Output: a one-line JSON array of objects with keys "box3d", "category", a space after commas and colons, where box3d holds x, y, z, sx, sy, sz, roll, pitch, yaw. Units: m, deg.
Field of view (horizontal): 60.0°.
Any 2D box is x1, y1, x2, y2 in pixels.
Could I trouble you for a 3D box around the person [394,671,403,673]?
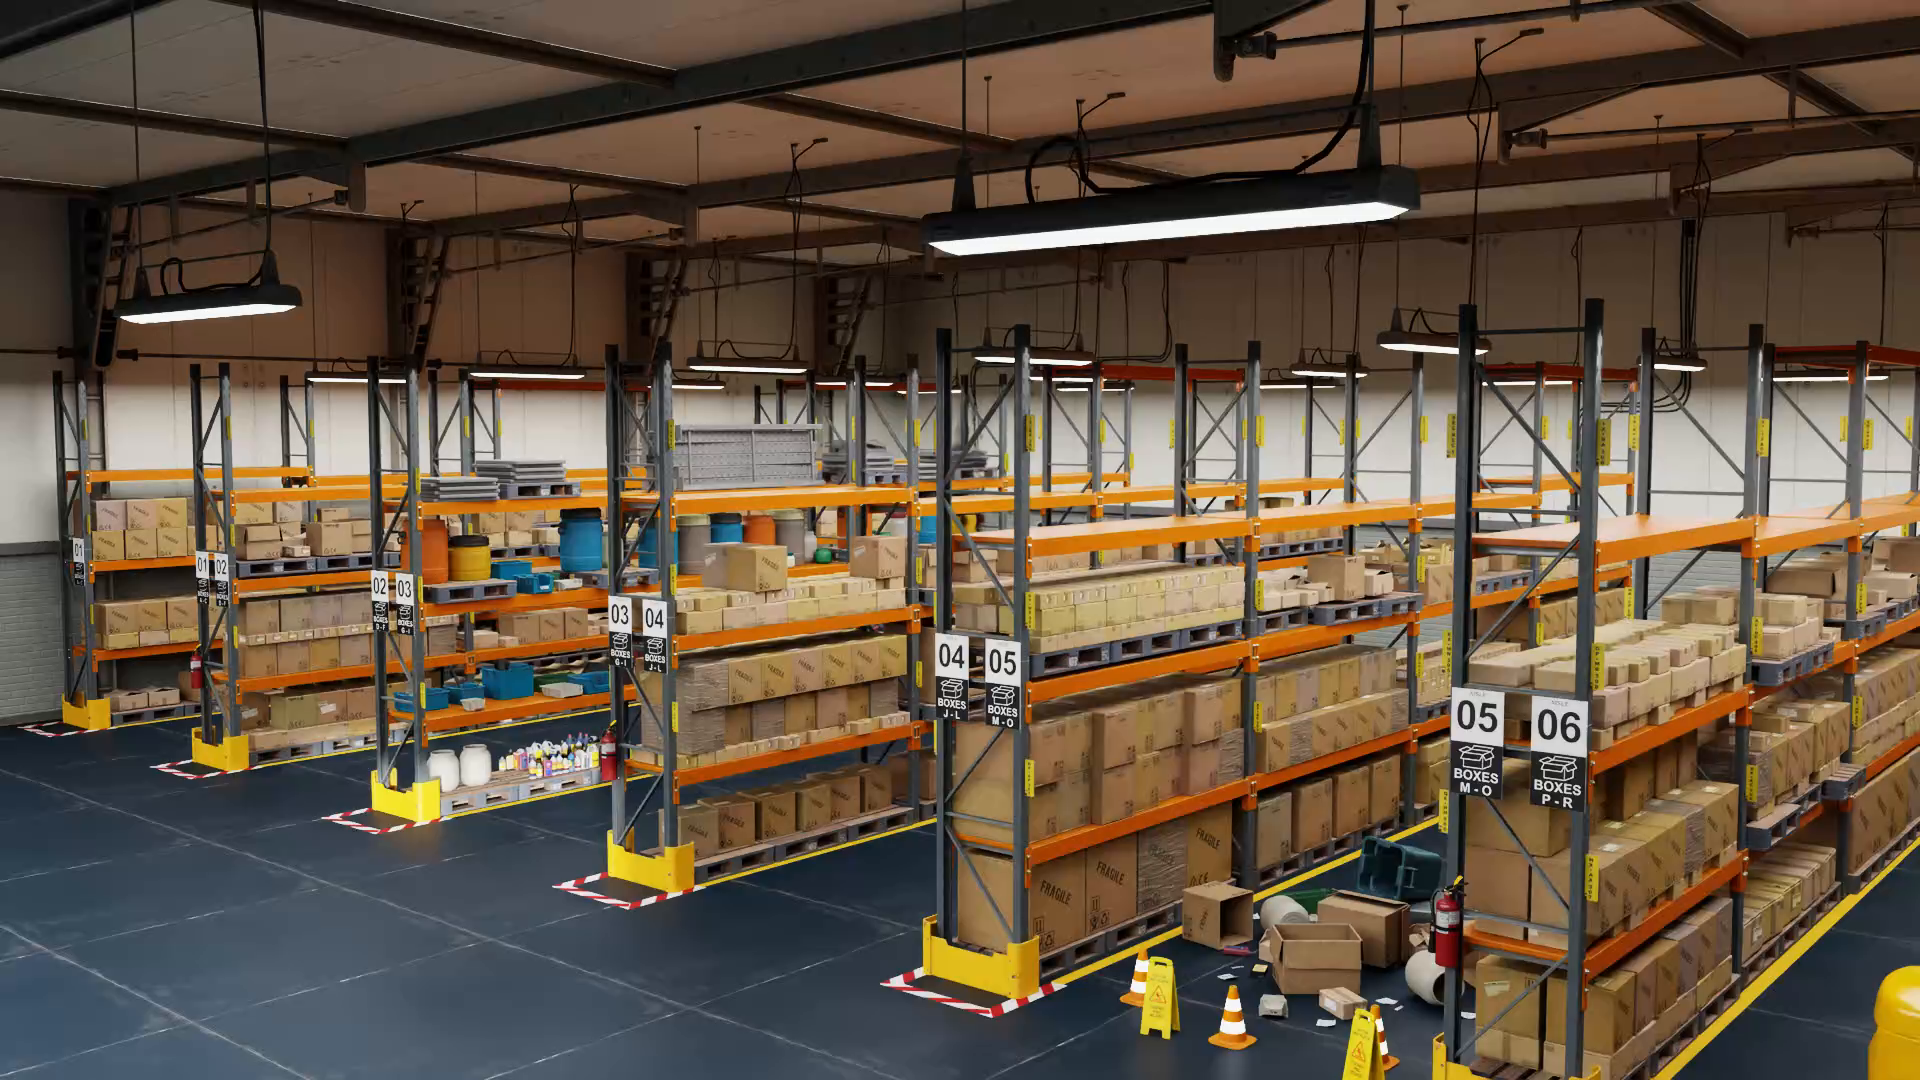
[{"box3d": [-9.942, 2.257, 29.670, 0.536, 1.552, 0.651, 2, 4, 22], "category": "person"}]
